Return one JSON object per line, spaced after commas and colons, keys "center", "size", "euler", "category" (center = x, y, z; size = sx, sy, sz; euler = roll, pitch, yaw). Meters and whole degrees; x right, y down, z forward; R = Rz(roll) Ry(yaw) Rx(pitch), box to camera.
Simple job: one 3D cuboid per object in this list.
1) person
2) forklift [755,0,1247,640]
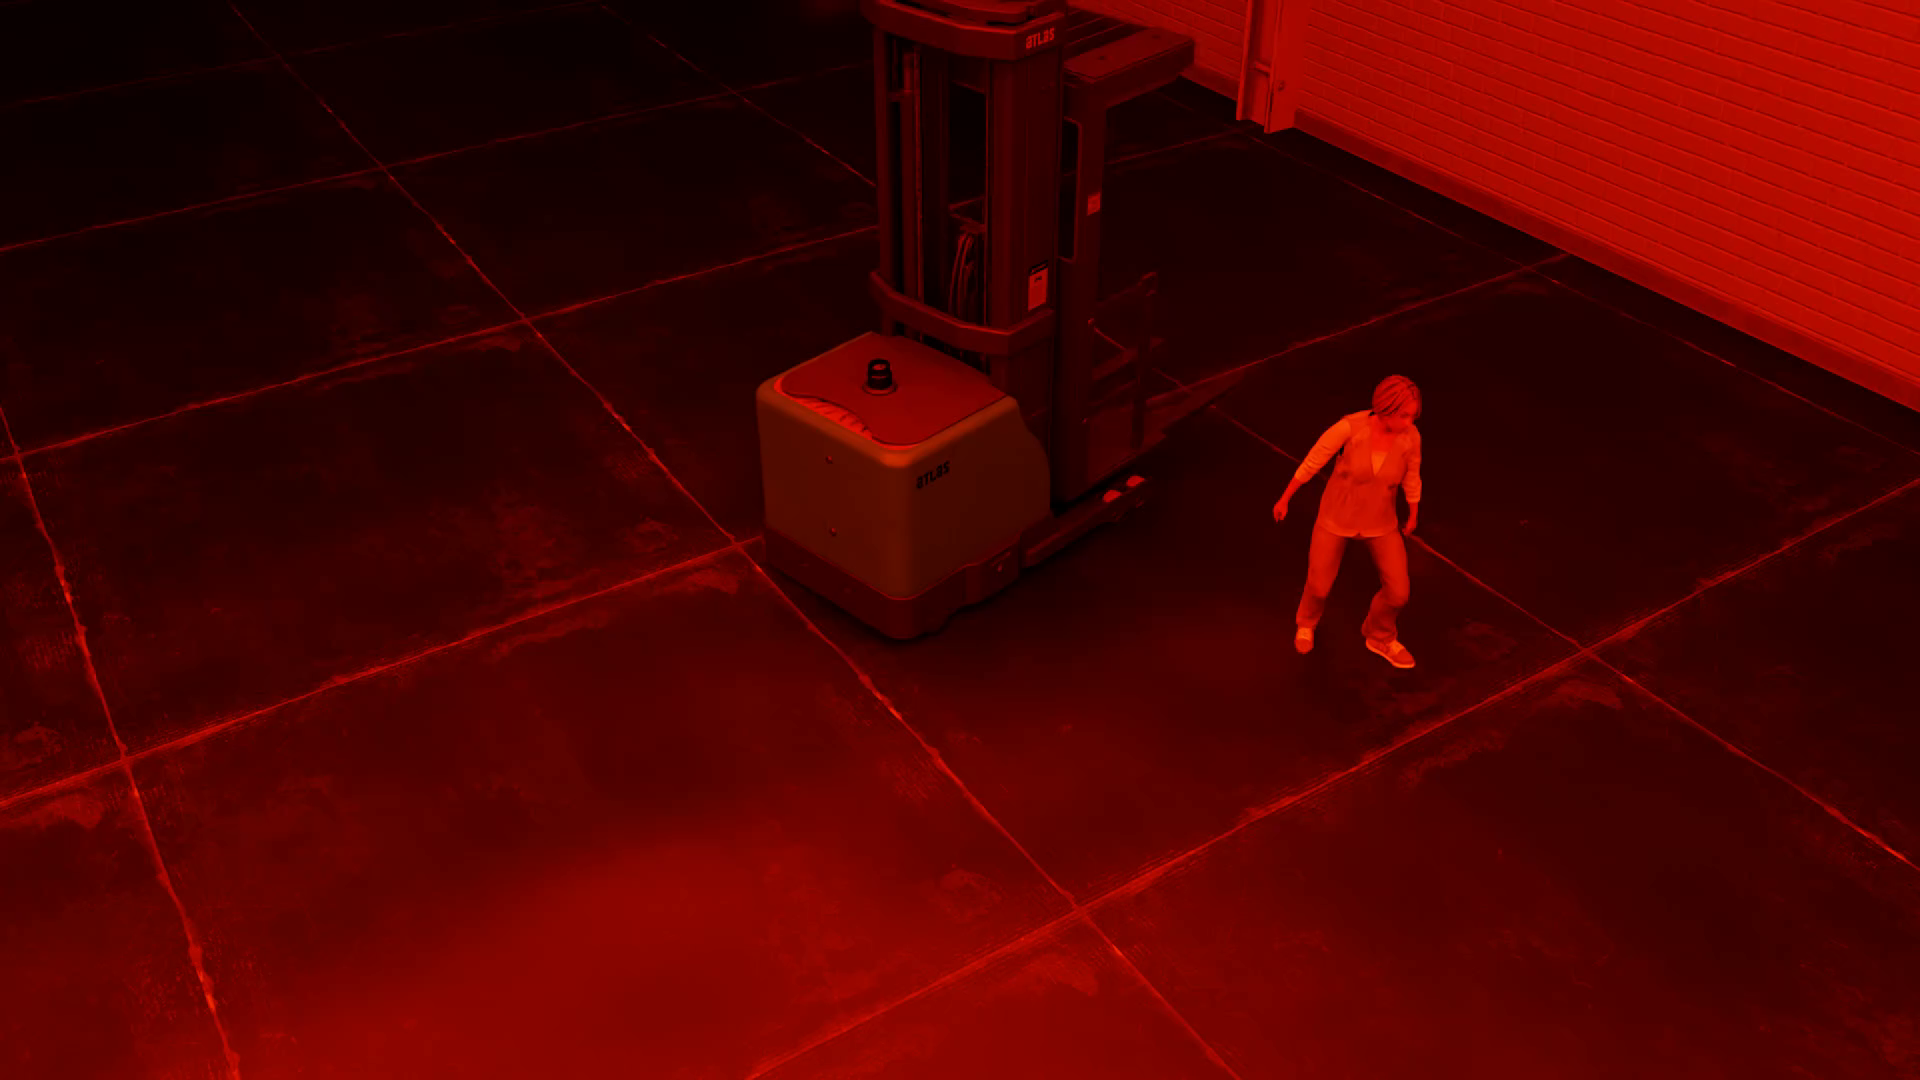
{"center": [1.788, -0.096, 7.522], "size": [0.732, 1.569, 0.412], "euler": [3, 35, 5], "category": "person"}
{"center": [0.390, -1.480, 8.254], "size": [1.130, 2.935, 3.031], "euler": [29, 44, 34], "category": "forklift"}
